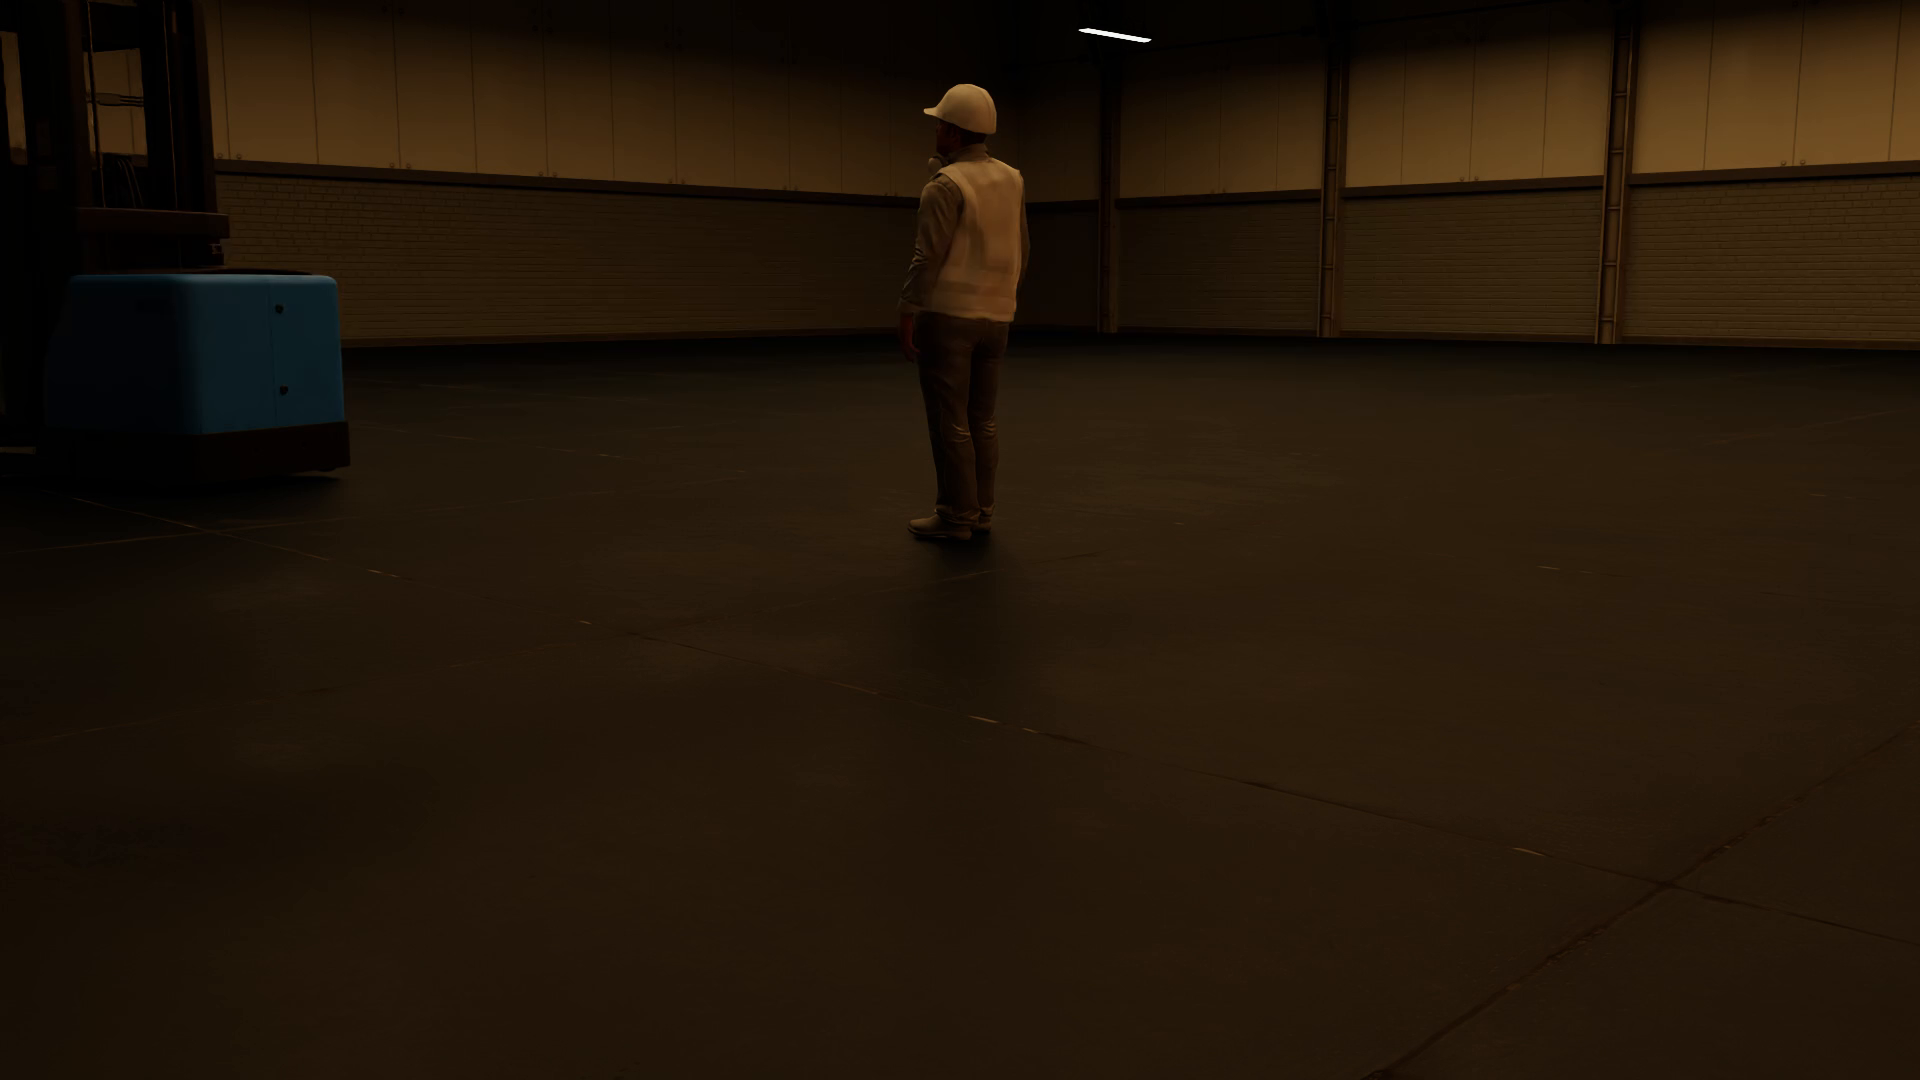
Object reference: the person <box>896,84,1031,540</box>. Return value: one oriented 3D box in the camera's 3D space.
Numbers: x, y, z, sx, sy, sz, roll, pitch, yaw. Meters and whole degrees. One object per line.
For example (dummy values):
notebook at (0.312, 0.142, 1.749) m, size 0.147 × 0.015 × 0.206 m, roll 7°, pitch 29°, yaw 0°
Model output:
person at (-0.039, -0.892, 6.632) m, size 0.568 × 1.773 × 0.632 m, roll 8°, pitch 12°, yaw 43°

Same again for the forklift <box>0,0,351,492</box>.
forklift at (-4.807, -1.808, 8.879) m, size 3.031 × 2.935 × 1.130 m, roll 4°, pitch 9°, yaw 25°
